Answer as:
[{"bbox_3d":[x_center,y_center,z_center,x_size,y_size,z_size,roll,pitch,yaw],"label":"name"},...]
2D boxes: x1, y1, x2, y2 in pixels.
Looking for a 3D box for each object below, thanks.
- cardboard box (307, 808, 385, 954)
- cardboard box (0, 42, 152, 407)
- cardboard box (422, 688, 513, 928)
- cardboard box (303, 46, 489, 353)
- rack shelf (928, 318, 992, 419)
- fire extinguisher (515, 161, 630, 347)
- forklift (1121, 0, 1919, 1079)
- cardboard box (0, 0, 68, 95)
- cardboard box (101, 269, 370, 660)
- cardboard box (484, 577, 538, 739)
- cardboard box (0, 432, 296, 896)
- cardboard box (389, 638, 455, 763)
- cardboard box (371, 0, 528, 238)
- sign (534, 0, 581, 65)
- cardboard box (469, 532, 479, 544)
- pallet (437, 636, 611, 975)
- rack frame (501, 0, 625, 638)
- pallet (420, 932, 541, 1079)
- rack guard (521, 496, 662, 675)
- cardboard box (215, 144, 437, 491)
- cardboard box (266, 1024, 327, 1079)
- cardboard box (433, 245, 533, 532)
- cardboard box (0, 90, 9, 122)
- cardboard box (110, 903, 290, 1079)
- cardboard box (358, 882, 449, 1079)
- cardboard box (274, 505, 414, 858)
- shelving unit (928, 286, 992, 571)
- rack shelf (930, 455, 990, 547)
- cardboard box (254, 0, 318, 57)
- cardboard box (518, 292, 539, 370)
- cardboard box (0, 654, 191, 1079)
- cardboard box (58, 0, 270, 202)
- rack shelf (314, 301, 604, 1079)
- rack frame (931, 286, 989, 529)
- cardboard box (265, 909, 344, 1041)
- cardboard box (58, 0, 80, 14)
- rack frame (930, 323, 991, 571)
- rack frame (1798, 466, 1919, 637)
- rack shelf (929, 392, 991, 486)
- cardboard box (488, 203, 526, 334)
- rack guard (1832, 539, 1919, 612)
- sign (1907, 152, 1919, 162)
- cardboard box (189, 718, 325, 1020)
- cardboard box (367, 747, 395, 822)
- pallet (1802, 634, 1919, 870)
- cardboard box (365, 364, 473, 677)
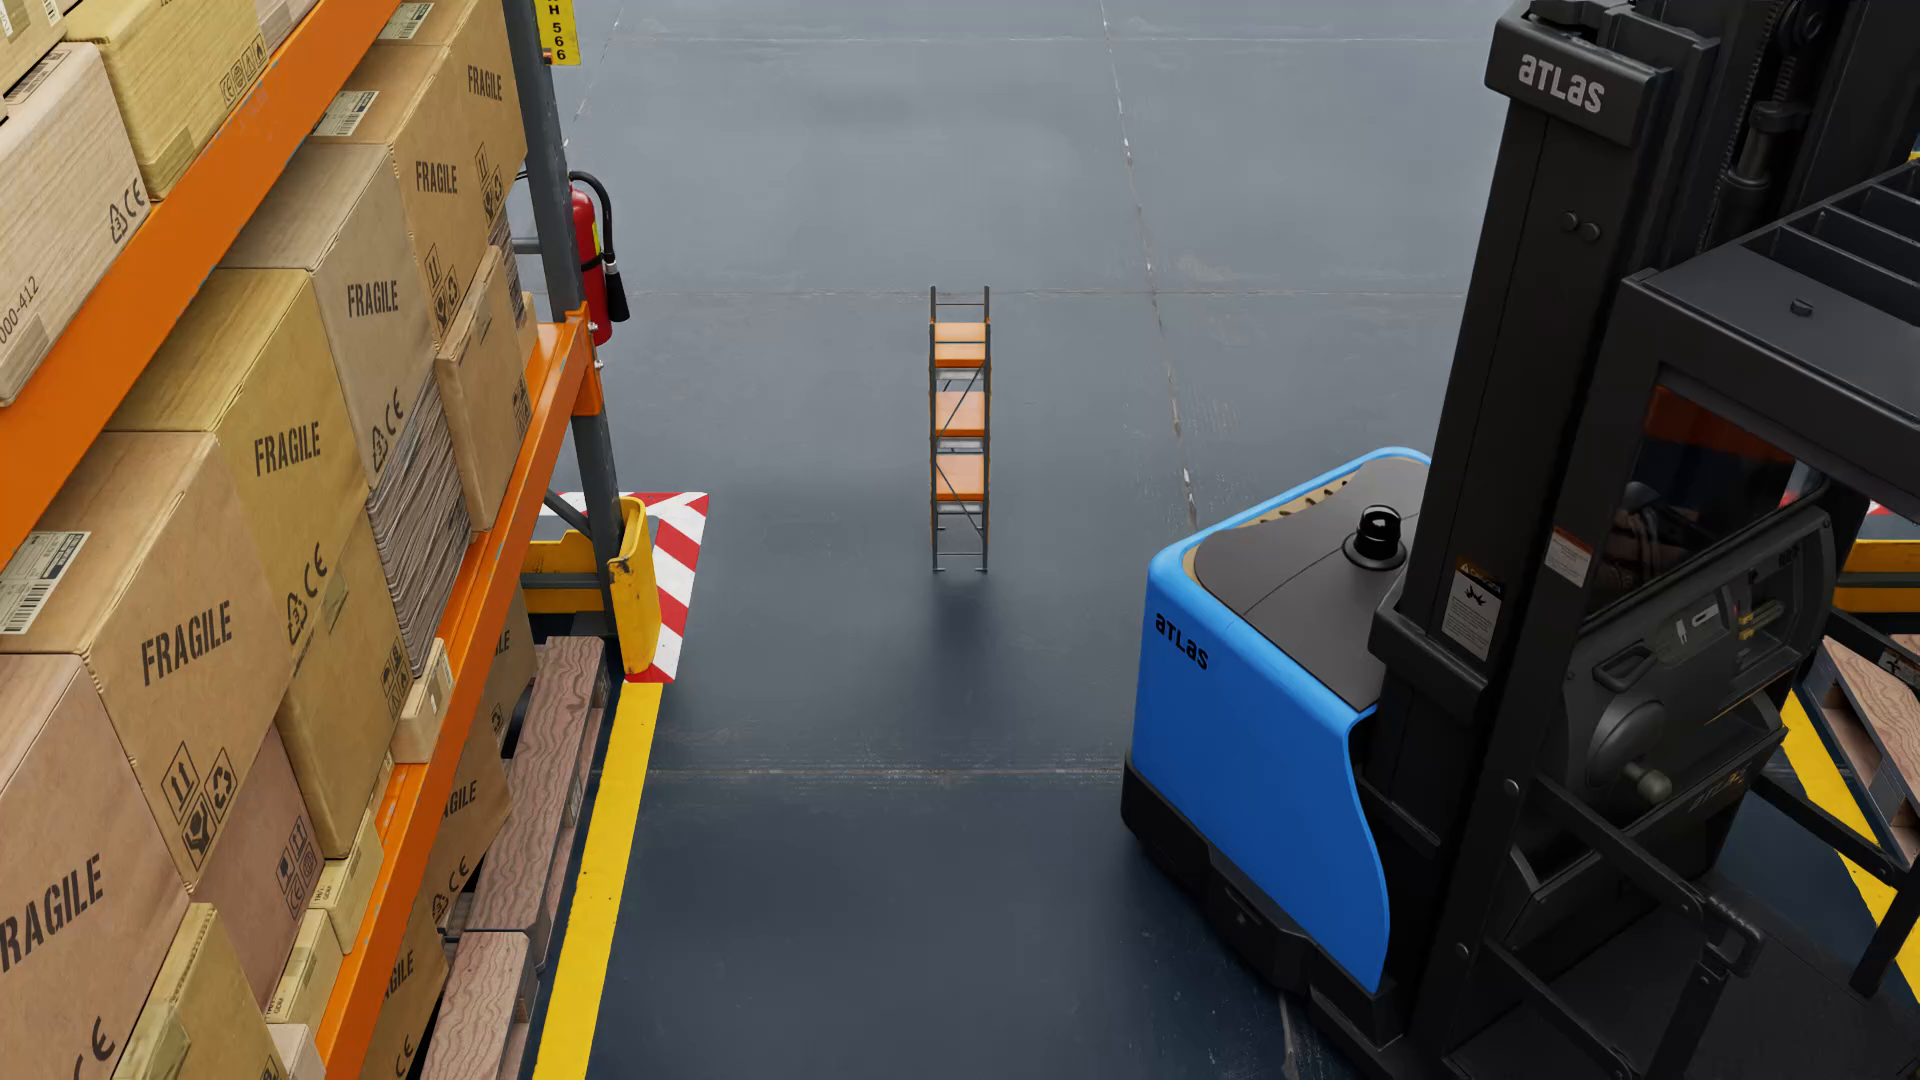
[{"bbox_3d":[-1.353,0.660,3.229,0.380,0.149,0.250,0,39,0],"label":"cardboard box"},{"bbox_3d":[-1.378,-0.400,2.072,0.500,0.250,0.500,-1,39,-2],"label":"cardboard box"},{"bbox_3d":[-1.624,0.709,4.629,0.500,0.500,0.500,10,40,12],"label":"cardboard box"},{"bbox_3d":[-1.389,-0.755,3.677,0.500,0.500,0.500,0,39,0],"label":"cardboard box"},{"bbox_3d":[0.000,-0.589,5.709,0.215,0.259,0.240,0,39,0],"label":"rack shelf"},{"bbox_3d":[-1.182,-0.908,5.047,0.296,0.674,0.183,0,39,0],"label":"fire extinguisher"},{"bbox_3d":[1.742,0.323,3.503,1.130,2.935,3.031,-23,44,-26],"label":"forklift"},{"bbox_3d":[-1.370,-0.652,2.067,0.380,0.149,0.250,-1,39,-1],"label":"cardboard box"},{"bbox_3d":[-1.399,-0.130,2.896,0.500,0.500,0.500,0,39,0],"label":"cardboard box"},{"bbox_3d":[-1.659,0.335,5.096,0.500,0.500,0.500,7,39,8],"label":"cardboard box"},{"bbox_3d":[-1.387,0.183,2.506,0.500,0.500,0.500,0,39,0],"label":"cardboard box"},{"bbox_3d":[-1.329,0.347,3.619,0.380,0.149,0.250,0,39,0],"label":"cardboard box"},{"bbox_3d":[-1.395,-1.068,4.067,0.500,0.500,0.500,0,39,0],"label":"cardboard box"},{"bbox_3d":[-1.088,-1.430,4.457,0.100,0.325,0.005,0,39,0],"label":"sign"},{"bbox_3d":[-1.400,-0.122,4.204,0.380,0.149,0.250,0,39,0],"label":"cardboard box"},{"bbox_3d":[-1.677,0.777,5.112,1.003,0.211,1.213,0,39,0],"label":"pallet"},{"bbox_3d":[-1.643,-0.867,4.933,1.000,3.000,0.127,0,39,0],"label":"rack frame"},{"bbox_3d":[-1.679,1.538,4.162,1.003,0.211,1.213,0,39,0],"label":"pallet"},{"bbox_3d":[-1.643,0.156,5.655,1.175,0.500,0.348,0,39,0],"label":"rack guard"},{"bbox_3d":[-1.391,-0.443,3.287,0.500,0.500,0.500,0,39,0],"label":"cardboard box"},{"bbox_3d":[-1.322,0.973,2.838,0.380,0.149,0.250,0,39,0],"label":"cardboard box"},{"bbox_3d":[-1.549,-0.365,3.989,0.875,0.500,0.500,0,39,0],"label":"cardboard box"},{"bbox_3d":[-1.335,-0.492,1.868,0.380,0.149,0.250,-1,39,-1],"label":"cardboard box"},{"bbox_3d":[-1.542,0.886,2.429,0.875,0.500,0.500,0,39,0],"label":"cardboard box"},{"bbox_3d":[-1.642,1.101,4.141,0.500,0.500,0.500,3,39,4],"label":"cardboard box"},{"bbox_3d":[-1.603,0.260,3.209,0.875,0.500,0.500,0,39,0],"label":"cardboard box"},{"bbox_3d":[0.000,-0.376,5.880,0.215,1.050,0.252,0,39,0],"label":"shelving unit"},{"bbox_3d":[0.000,-0.151,6.060,0.215,0.259,0.240,0,39,0],"label":"rack shelf"},{"bbox_3d":[-1.393,-1.045,2.876,0.500,0.250,0.500,1,39,1],"label":"cardboard box"},{"bbox_3d":[-1.436,-0.591,4.789,0.380,0.149,0.250,0,39,0],"label":"cardboard box"},{"bbox_3d":[-1.387,0.495,2.116,0.500,0.500,0.500,0,39,0],"label":"cardboard box"},{"bbox_3d":[-1.387,-0.730,2.484,0.500,0.250,0.500,-1,39,-1],"label":"cardboard box"},{"bbox_3d":[-1.641,0.665,3.597,1.077,0.370,4.000,0,39,0],"label":"rack shelf"},{"bbox_3d":[0.000,-0.453,5.975,0.200,1.050,0.008,0,39,0],"label":"rack frame"},{"bbox_3d":[-1.364,0.816,3.033,0.380,0.149,0.250,0,39,0],"label":"cardboard box"},{"bbox_3d":[-1.404,-0.813,2.268,0.380,0.149,0.250,1,39,1],"label":"cardboard box"},{"bbox_3d":[0.000,-0.300,5.785,0.200,1.050,0.008,0,39,0],"label":"rack frame"},{"bbox_3d":[3.310,-0.870,4.937,1.000,3.000,0.127,0,39,0],"label":"rack frame"},{"bbox_3d":[0.000,-0.368,5.887,0.215,0.259,0.240,0,39,0],"label":"rack shelf"},{"bbox_3d":[-1.670,-0.678,4.379,0.875,0.500,0.500,0,39,0],"label":"cardboard box"},{"bbox_3d":[3.357,0.153,5.660,1.175,0.500,0.348,0,39,0],"label":"rack guard"},{"bbox_3d":[2.760,-0.981,4.854,0.100,0.325,0.005,0,39,0],"label":"sign"},{"bbox_3d":[-1.644,0.573,2.819,0.875,0.500,0.500,0,39,0],"label":"cardboard box"},{"bbox_3d":[-1.399,0.504,3.424,0.380,0.149,0.250,0,39,0],"label":"cardboard box"},{"bbox_3d":[3.353,0.773,5.116,1.003,0.211,1.213,0,39,0],"label":"pallet"},{"bbox_3d":[-1.592,-0.052,3.599,0.875,0.500,0.500,0,39,0],"label":"cardboard box"}]
